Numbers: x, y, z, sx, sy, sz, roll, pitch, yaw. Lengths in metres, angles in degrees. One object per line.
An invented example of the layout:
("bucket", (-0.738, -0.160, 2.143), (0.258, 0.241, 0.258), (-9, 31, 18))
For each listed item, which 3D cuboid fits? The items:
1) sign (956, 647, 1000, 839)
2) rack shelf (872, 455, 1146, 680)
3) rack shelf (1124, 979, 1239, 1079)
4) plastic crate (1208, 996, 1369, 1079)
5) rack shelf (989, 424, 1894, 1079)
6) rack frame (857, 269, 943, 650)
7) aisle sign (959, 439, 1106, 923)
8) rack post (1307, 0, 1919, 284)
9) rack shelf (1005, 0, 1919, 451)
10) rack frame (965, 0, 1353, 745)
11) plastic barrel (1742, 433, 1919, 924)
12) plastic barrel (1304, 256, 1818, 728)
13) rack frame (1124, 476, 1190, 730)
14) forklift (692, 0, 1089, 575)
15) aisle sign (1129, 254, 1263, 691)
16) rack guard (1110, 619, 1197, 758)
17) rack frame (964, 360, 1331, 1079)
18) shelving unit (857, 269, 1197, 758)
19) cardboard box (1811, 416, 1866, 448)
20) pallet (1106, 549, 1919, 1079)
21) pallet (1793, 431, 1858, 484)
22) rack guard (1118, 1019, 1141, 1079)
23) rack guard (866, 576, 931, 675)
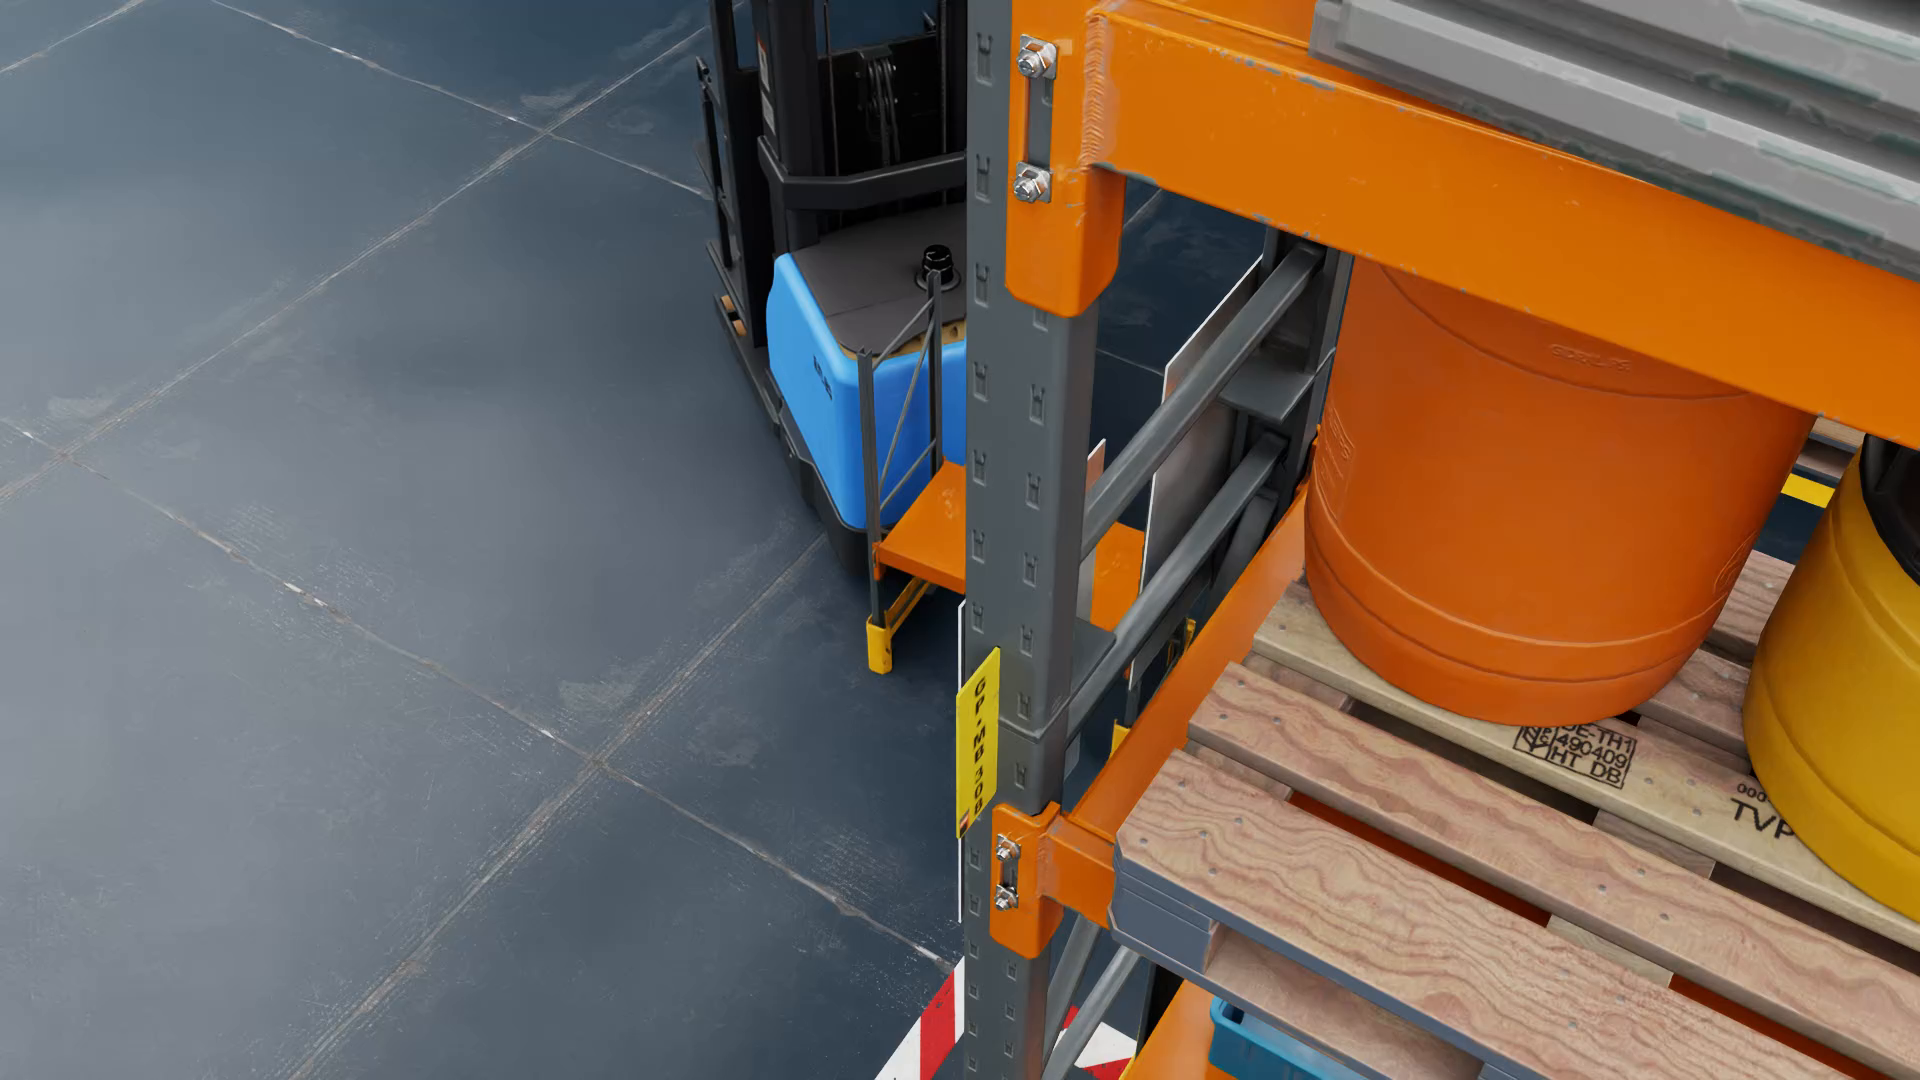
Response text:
("sign", (0.024, 0.284, 2.285), (0.005, 0.325, 0.100), (25, 51, 22))
("rack shelf", (0.254, 0.080, 5.877), (1.000, 0.185, 0.538), (21, 49, 19))
("rack shelf", (2.008, 2.027, 3.190), (4.000, 0.370, 1.077), (25, 51, 22))
("plastic crate", (0.908, 1.067, 3.725), (0.616, 0.251, 0.499), (25, 51, 22))
("rack shelf", (2.008, 0.982, 2.115), (4.000, 0.370, 1.077), (25, 51, 22))
("rack frame", (-0.194, -0.217, 5.915), (0.032, 1.500, 0.500), (21, 49, 19))
("aisle sign", (0.106, 0.245, 2.608), (0.004, 0.787, 0.394), (25, 51, 22))
("rack post", (0.892, -0.545, 1.354), (0.954, 0.300, 0.937), (30, 53, 26))
("rack shelf", (2.008, 0.076, 1.182), (4.000, 0.370, 1.077), (25, 51, 22))
("rack frame", (0.325, -1.089, 1.533), (0.127, 3.000, 1.000), (25, 51, 22))
("plastic barrel", (1.353, 0.109, 2.037), (0.600, 0.588, 0.600), (0, 46, 0))
("plastic barrel", (0.802, -0.228, 2.196), (0.708, 0.830, 0.600), (25, 51, 22))
("rack frame", (0.703, 0.126, 5.581), (0.032, 1.500, 0.500), (21, 49, 19))
("forklift", (-0.487, -1.961, 6.612), (1.130, 2.935, 3.031), (-16, 48, -15))
("aisle sign", (0.424, -0.111, 2.954), (0.004, 0.787, 0.394), (25, 51, 22))
("rack guard", (0.702, 0.561, 6.030), (0.087, 0.250, 0.587), (21, 49, 19))
("rack frame", (0.325, 1.002, 3.685), (0.127, 3.000, 1.000), (25, 51, 22))
("shelving unit", (0.262, -0.042, 5.745), (1.083, 1.500, 0.587), (21, 49, 19))
("cardboard box", (3.756, -0.642, 6.906), (0.500, 0.250, 0.500), (25, 51, 22))
("pallet", (0.968, 0.402, 2.308), (1.213, 0.211, 1.003), (25, 51, 22))
("pallet", (3.668, -0.744, 7.326), (1.213, 0.211, 1.003), (25, 51, 22))
("rack guard", (0.414, 1.874, 4.580), (0.348, 0.500, 1.175), (25, 51, 22))
("rack guard", (-0.177, 0.225, 6.357), (0.087, 0.250, 0.587), (21, 49, 19))
